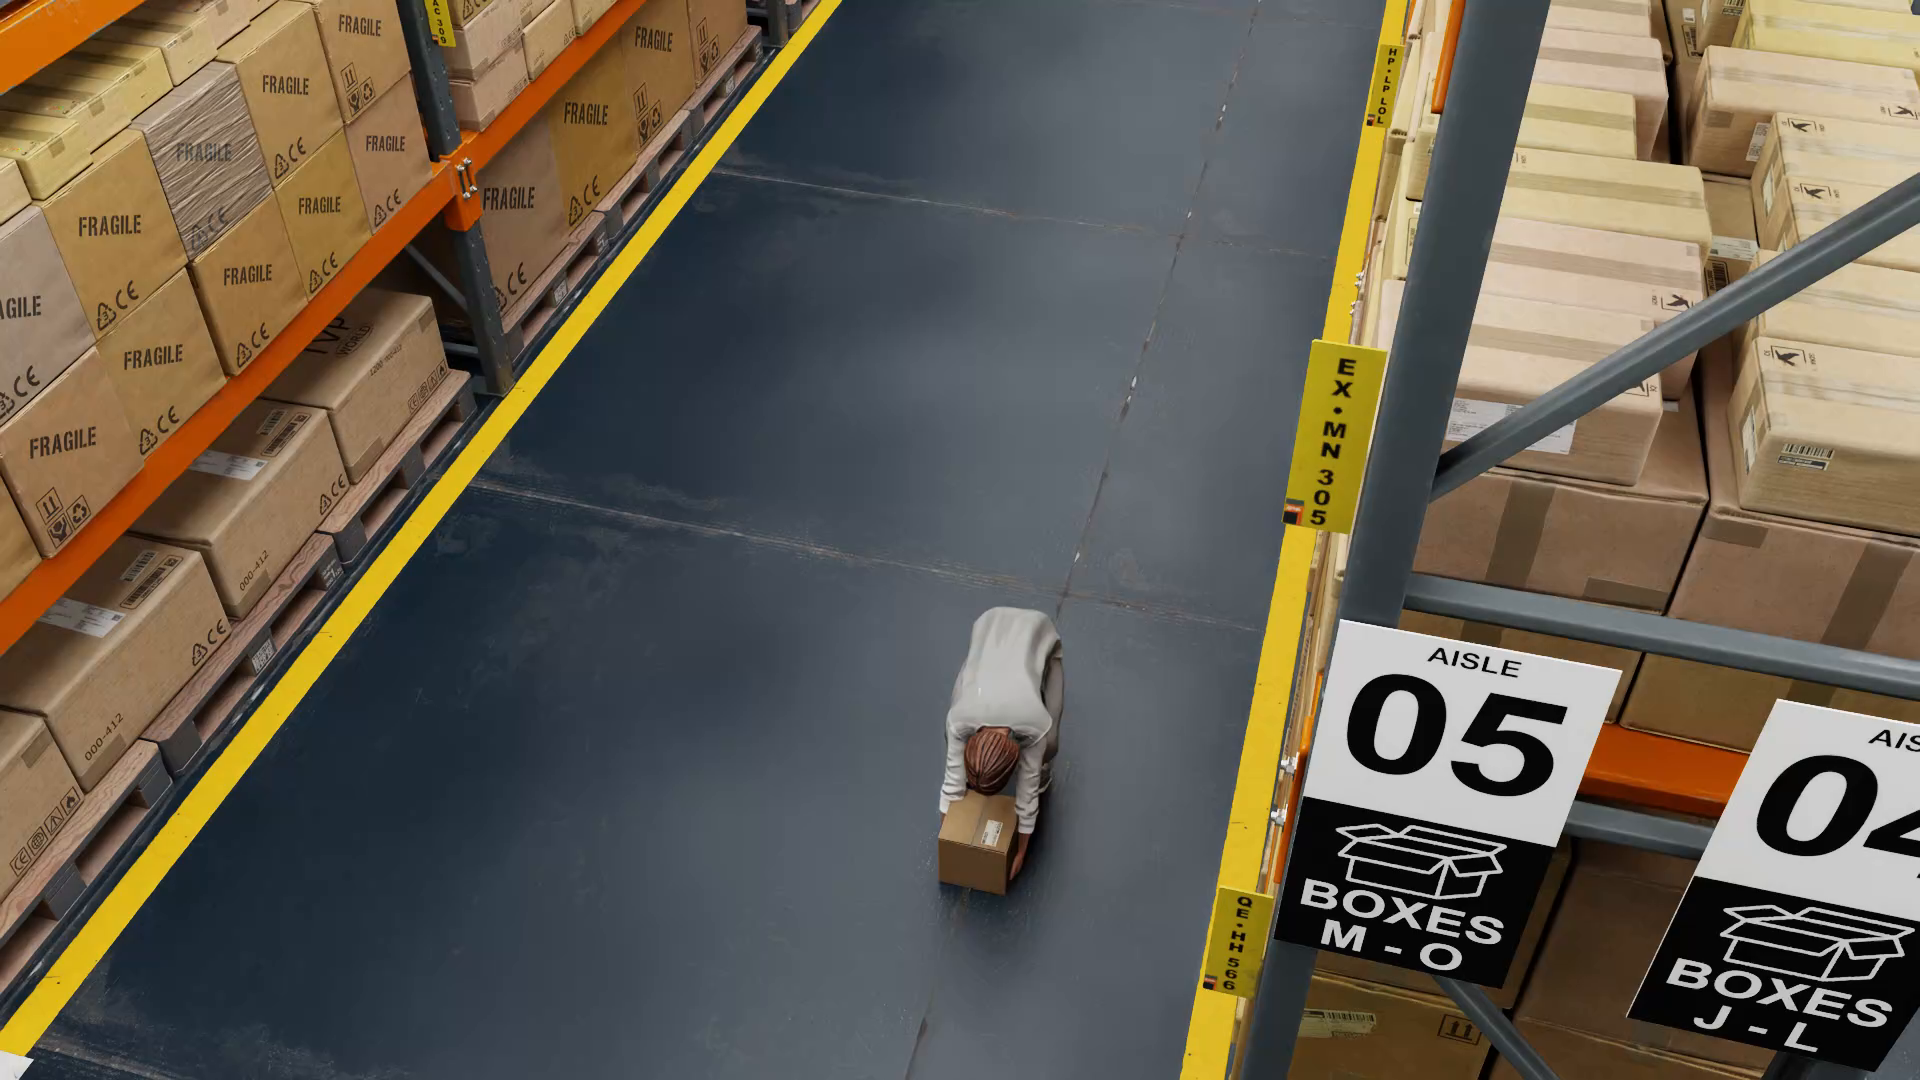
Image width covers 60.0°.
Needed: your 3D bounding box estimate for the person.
[{"bbox_3d":[0.158,0.706,6.058,0.421,0.738,0.873,8,42,9],"label":"person"}]
